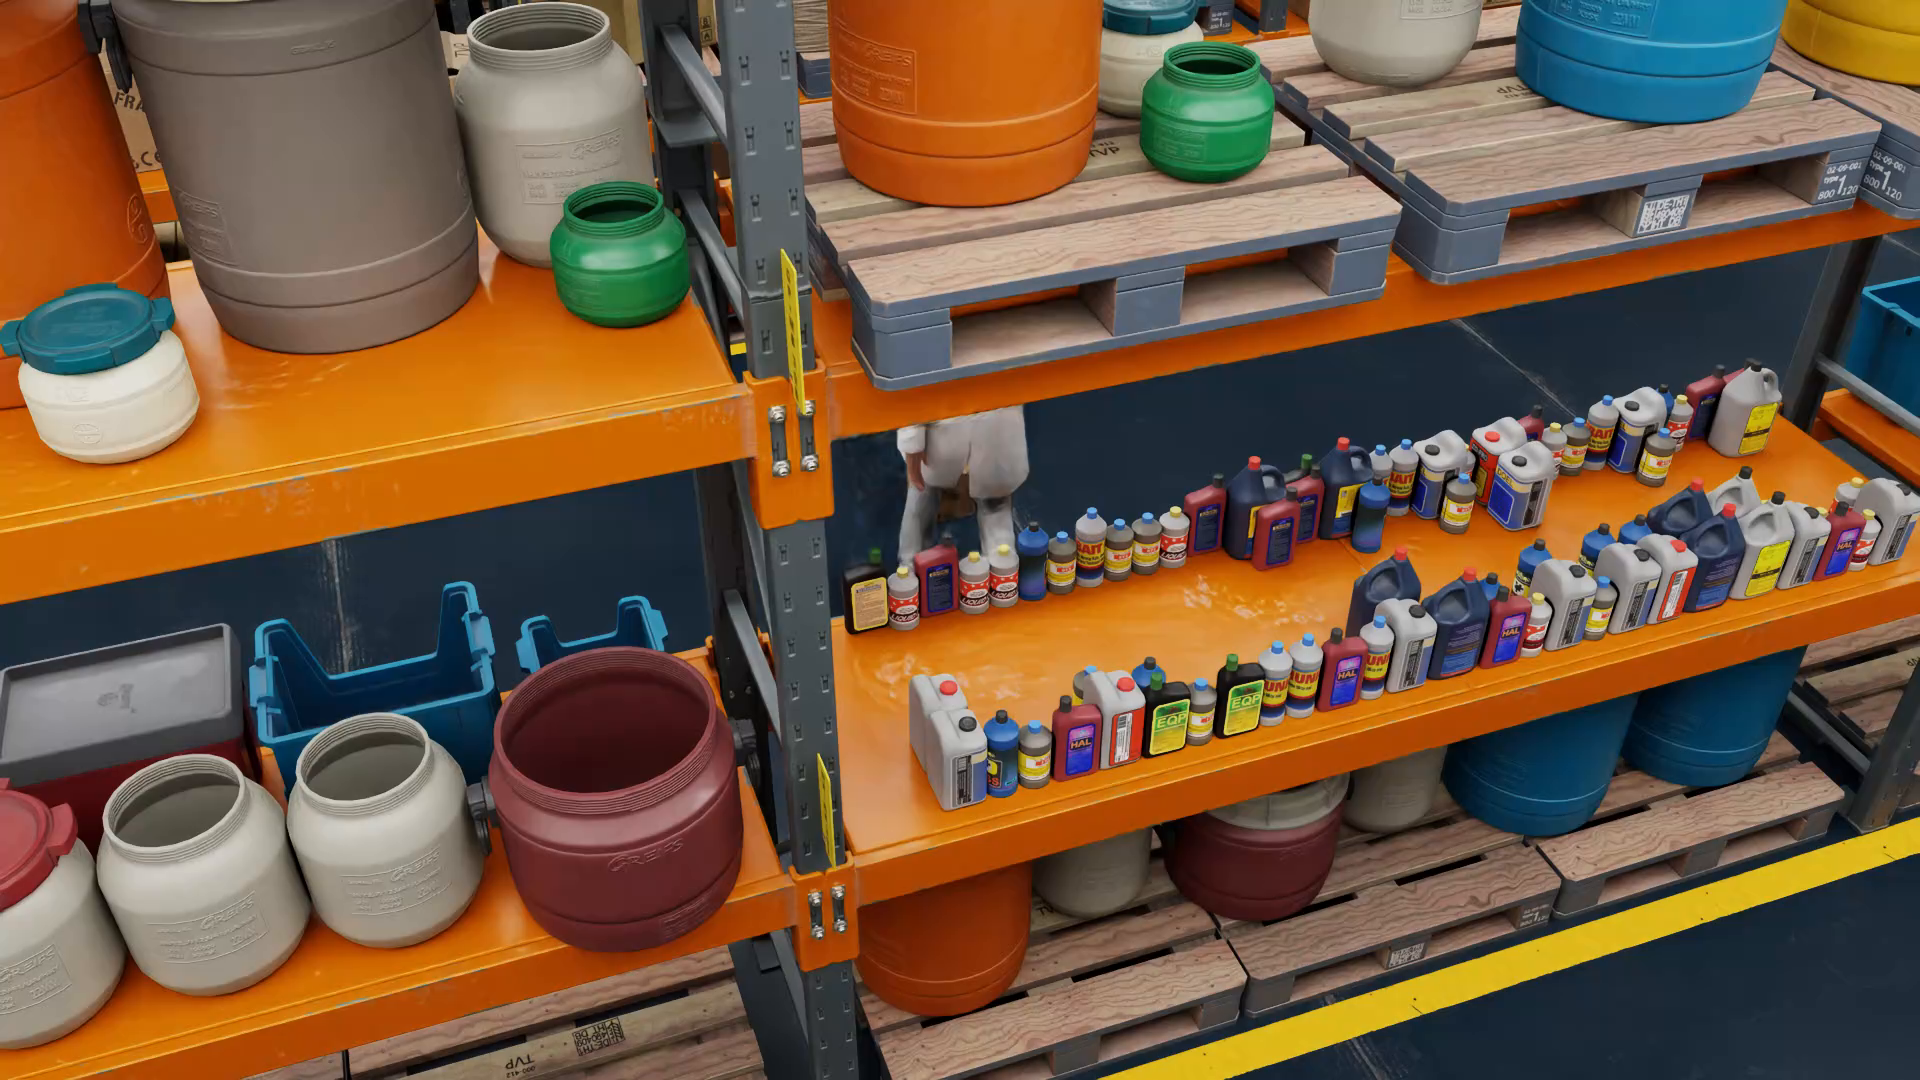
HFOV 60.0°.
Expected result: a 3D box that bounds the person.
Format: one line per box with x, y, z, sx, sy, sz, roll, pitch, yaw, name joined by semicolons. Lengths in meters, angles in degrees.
0.027;-0.437;6.728;0.593;1.719;0.863;-1;37;-1;person
